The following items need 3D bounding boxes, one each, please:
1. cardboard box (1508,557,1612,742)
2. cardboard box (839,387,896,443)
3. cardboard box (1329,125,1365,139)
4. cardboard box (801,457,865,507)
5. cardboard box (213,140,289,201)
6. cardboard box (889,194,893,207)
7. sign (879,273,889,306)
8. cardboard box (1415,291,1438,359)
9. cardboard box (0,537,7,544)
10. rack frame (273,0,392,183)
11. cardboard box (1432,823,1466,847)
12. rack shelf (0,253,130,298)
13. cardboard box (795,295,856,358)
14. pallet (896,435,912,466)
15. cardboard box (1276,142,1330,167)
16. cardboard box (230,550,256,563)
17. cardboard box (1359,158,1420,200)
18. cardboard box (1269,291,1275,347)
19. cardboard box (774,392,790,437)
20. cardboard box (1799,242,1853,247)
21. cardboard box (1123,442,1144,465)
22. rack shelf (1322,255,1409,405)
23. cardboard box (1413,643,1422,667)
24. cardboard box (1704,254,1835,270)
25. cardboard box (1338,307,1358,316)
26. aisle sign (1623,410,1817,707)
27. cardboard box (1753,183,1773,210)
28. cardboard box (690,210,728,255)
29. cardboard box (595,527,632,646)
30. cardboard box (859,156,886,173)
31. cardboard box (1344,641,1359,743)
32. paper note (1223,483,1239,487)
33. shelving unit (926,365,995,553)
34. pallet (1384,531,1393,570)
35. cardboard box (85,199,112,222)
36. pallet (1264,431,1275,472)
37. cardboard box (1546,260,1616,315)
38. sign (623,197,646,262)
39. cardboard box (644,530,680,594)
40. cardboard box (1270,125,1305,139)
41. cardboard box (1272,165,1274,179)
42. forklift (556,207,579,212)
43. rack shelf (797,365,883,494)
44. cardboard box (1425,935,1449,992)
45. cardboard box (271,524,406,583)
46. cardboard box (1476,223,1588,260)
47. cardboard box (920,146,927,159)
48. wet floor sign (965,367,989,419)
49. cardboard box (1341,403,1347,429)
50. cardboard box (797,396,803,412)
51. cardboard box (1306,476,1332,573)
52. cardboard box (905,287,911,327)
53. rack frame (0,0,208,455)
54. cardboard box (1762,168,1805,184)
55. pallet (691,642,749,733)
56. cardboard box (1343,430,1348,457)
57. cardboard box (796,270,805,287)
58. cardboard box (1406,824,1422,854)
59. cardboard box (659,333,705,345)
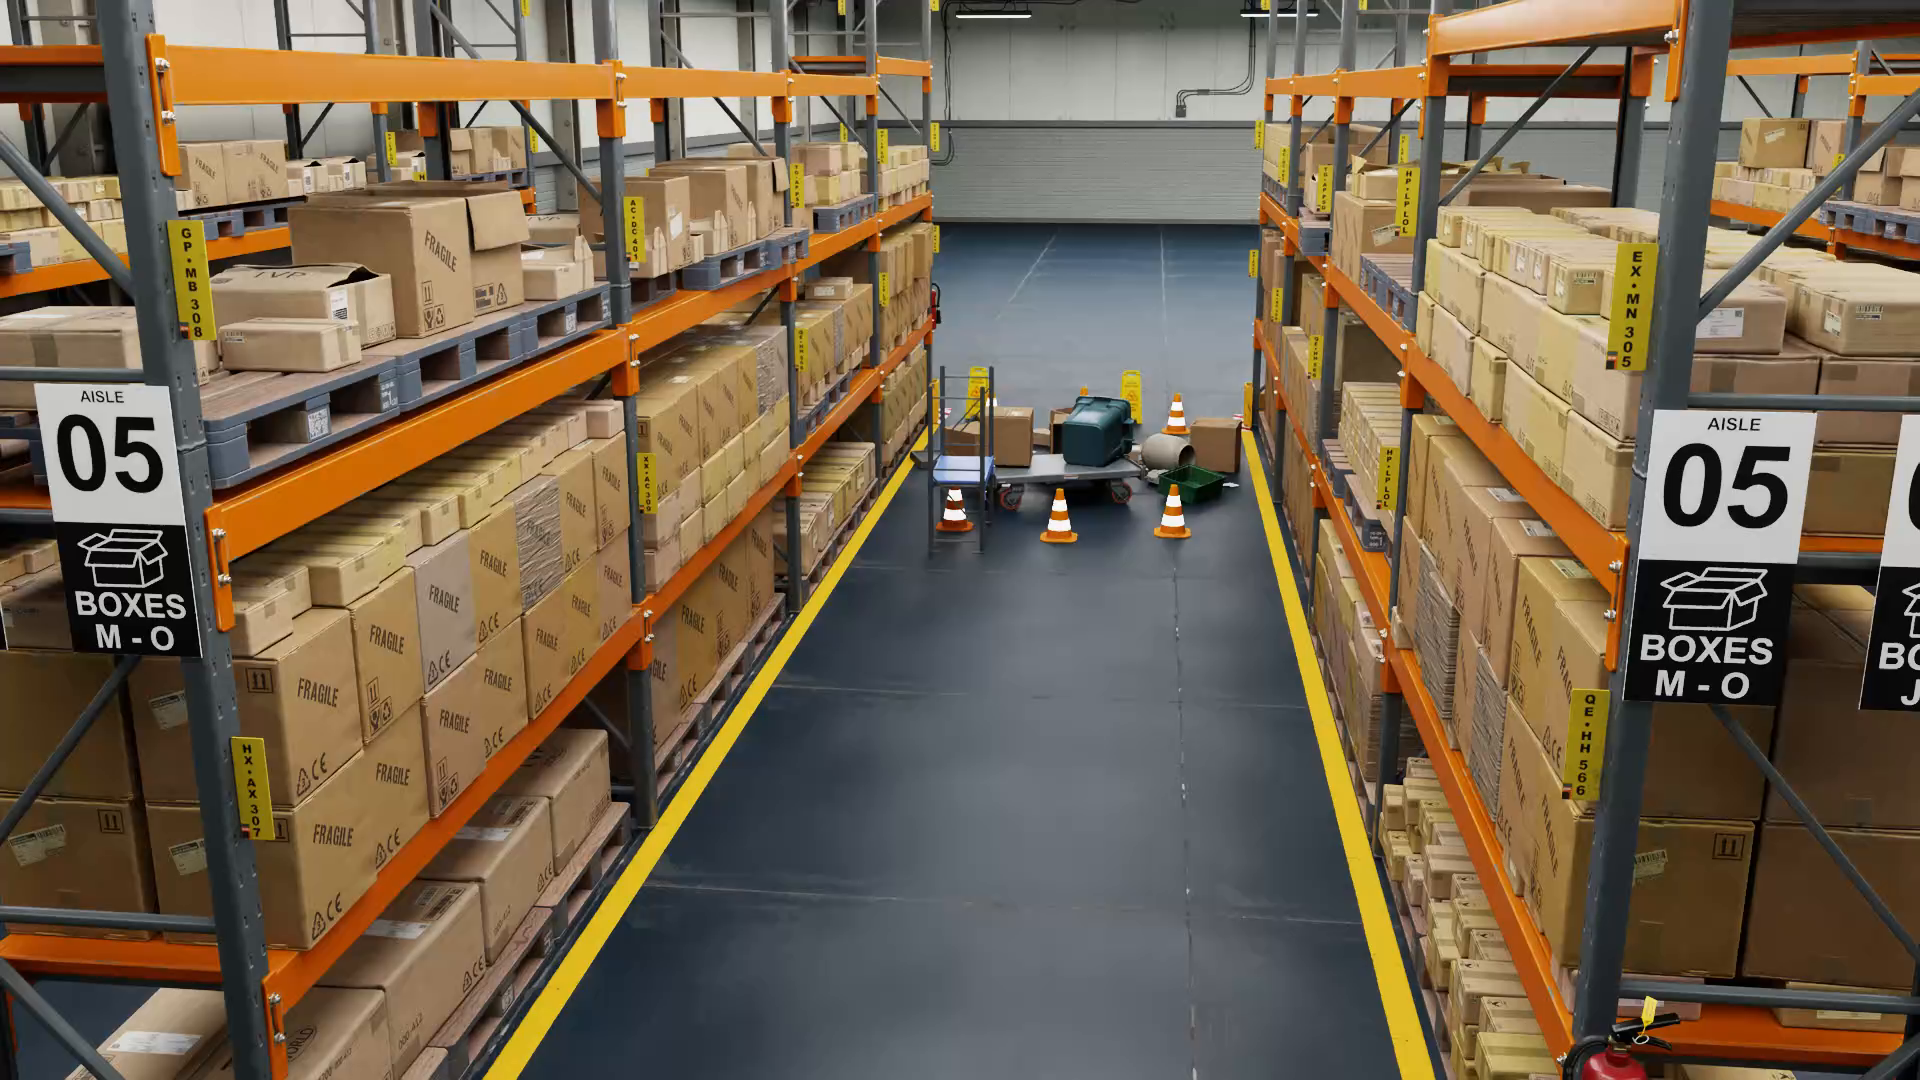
[{"bbox_3d":[2.136,0.367,5.468,0.500,0.500,0.500,1,15,4],"label":"cardboard box"},{"bbox_3d":[-0.967,-1.315,17.393,0.500,0.500,0.500,2,15,9],"label":"cardboard box"},{"bbox_3d":[4.292,-4.517,18.420,0.380,0.149,0.250,2,15,7],"label":"cardboard box"},{"bbox_3d":[-1.436,-0.544,15.745,0.950,0.372,0.625,3,15,10],"label":"cardboard box"},{"bbox_3d":[-6.247,-3.232,14.523,0.500,0.500,0.500,2,15,8],"label":"cardboard box"},{"bbox_3d":[-0.911,-3.599,17.550,0.380,0.149,0.250,1,15,5],"label":"cardboard box"},{"bbox_3d":[-0.750,-2.476,16.442,0.100,0.325,0.005,2,15,6],"label":"sign"},{"bbox_3d":[2.411,-1.001,7.748,0.500,0.250,0.500,2,15,9],"label":"cardboard box"},{"bbox_3d":[-7.163,0.048,12.066,0.380,0.149,0.250,1,15,5],"label":"cardboard box"},{"bbox_3d":[-6.234,-4.974,16.405,1.000,3.000,0.127,2,15,6],"label":"rack frame"},{"bbox_3d":[2.404,1.436,7.708,0.380,0.149,0.250,1,15,5],"label":"cardboard box"},{"bbox_3d":[-6.911,-1.622,11.135,1.077,0.370,4.000,2,15,6],"label":"rack shelf"},{"bbox_3d":[-1.245,-1.938,15.106,0.500,0.500,0.500,2,15,8],"label":"cardboard box"},{"bbox_3d":[-1.126,-1.079,18.836,1.003,0.211,1.213,2,15,6],"label":"pallet"},{"bbox_3d":[3.544,-3.979,17.194,0.500,0.250,0.500,2,15,6],"label":"cardboard box"},{"bbox_3d":[-2.795,0.037,6.018,0.380,0.149,0.250,2,15,8],"label":"cardboard box"},{"bbox_3d":[2.809,-2.343,10.766,0.396,0.266,0.258,2,15,6],"label":"cardboard box"},{"bbox_3d":[3.836,-2.402,18.098,0.875,0.550,0.500,2,15,6],"label":"cardboard box"},{"bbox_3d":[-1.555,-0.931,12.276,0.500,0.250,0.500,2,15,6],"label":"cardboard box"},{"bbox_3d":[9.006,-2.814,17.233,0.500,0.500,0.500,2,15,6],"label":"cardboard box"},{"bbox_3d":[1.992,-0.993,18.414,0.396,0.266,0.258,4,16,16],"label":"cardboard box"},{"bbox_3d":[2.951,-1.358,10.156,1.077,0.370,4.000,2,15,6],"label":"rack shelf"},{"bbox_3d":[2.413,0.516,8.076,0.380,0.149,0.250,2,15,8],"label":"cardboard box"},{"bbox_3d":[2.639,-0.854,5.481,0.380,0.149,0.250,2,15,8],"label":"cardboard box"},{"bbox_3d":[3.293,-1.554,13.143,0.700,0.500,0.500,1,15,5],"label":"cardboard box"},{"bbox_3d":[1.968,0.055,4.322,0.394,0.787,0.004,2,15,6],"label":"aisle sign"},{"bbox_3d":[8.520,-3.539,17.132,0.500,0.250,0.500,2,15,8],"label":"cardboard box"},{"bbox_3d":[-1.650,-1.907,10.263,0.396,0.266,0.258,3,15,11],"label":"cardboard box"},{"bbox_3d":[-2.003,0.222,8.491,0.500,0.500,0.500,2,15,7],"label":"cardboard box"},{"bbox_3d":[-0.942,-3.716,16.454,0.380,0.149,0.250,1,15,5],"label":"cardboard box"},{"bbox_3d":[2.617,0.933,10.036,0.500,0.500,0.500,1,15,5],"label":"cardboard box"},{"bbox_3d":[2.804,-0.581,17.339,0.147,0.020,0.142,-10,18,-32],"label":"paper note"},{"bbox_3d":[0.017,-0.751,15.127,0.538,1.500,1.048,1,16,5],"label":"shelving unit"},{"bbox_3d":[2.956,0.161,9.277,1.003,0.211,1.213,2,15,6],"label":"pallet"},{"bbox_3d":[-6.535,-2.443,12.314,0.380,0.149,0.250,1,15,5],"label":"cardboard box"},{"bbox_3d":[3.927,-0.979,18.467,1.003,0.211,1.213,2,15,6],"label":"pallet"},{"bbox_3d":[2.095,-0.804,5.297,0.380,0.149,0.250,2,15,7],"label":"cardboard box"},{"bbox_3d":[-1.653,-1.578,8.449,0.100,0.325,0.005,2,15,6],"label":"sign"},{"bbox_3d":[-1.893,0.108,9.390,0.500,0.250,0.500,1,15,5],"label":"cardboard box"},{"bbox_3d":[3.610,-4.472,18.254,0.380,0.149,0.250,1,15,5],"label":"cardboard box"},{"bbox_3d":[3.552,-3.955,17.870,0.380,0.149,0.250,2,15,7],"label":"cardboard box"},{"bbox_3d":[-3.283,-1.742,16.077,1.130,2.935,3.031,1,15,5],"label":"forklift"},{"bbox_3d":[-1.527,-1.067,14.826,1.077,0.370,4.000,2,15,6],"label":"rack shelf"},{"bbox_3d":[2.259,1.858,7.289,0.380,0.149,0.250,1,15,5],"label":"cardboard box"},{"bbox_3d":[-2.227,0.049,5.973,0.380,0.149,0.250,1,15,4],"label":"cardboard box"},{"bbox_3d":[2.333,-1.209,6.794,0.380,0.149,0.250,1,15,4],"label":"cardboard box"},{"bbox_3d":[-0.595,-4.585,19.668,0.380,0.149,0.250,2,15,7],"label":"cardboard box"},{"bbox_3d":[0.234,-1.851,20.860,0.267,0.644,0.232,7,17,25],"label":"wet floor sign"},{"bbox_3d":[2.923,-0.881,11.869,0.380,0.149,0.250,2,15,9],"label":"cardboard box"},{"bbox_3d":[-1.466,-1.128,13.351,0.380,0.149,0.250,1,15,3],"label":"cardboard box"},{"bbox_3d":[3.335,-0.048,13.185,1.050,0.750,0.750,1,15,5],"label":"cardboard box"},{"bbox_3d":[-0.835,-2.623,18.441,0.500,0.500,0.500,2,15,7],"label":"cardboard box"},{"bbox_3d":[-2.656,-1.716,4.357,1.000,3.000,0.127,2,15,6],"label":"rack frame"},{"bbox_3d":[8.573,-3.779,17.257,0.380,0.149,0.250,2,15,6],"label":"cardboard box"},{"bbox_3d":[-2.057,0.969,11.263,1.003,0.211,1.213,2,15,6],"label":"pallet"},{"bbox_3d":[2.895,-0.677,11.685,0.380,0.149,0.250,2,15,9],"label":"cardboard box"},{"bbox_3d":[-1.706,-2.529,16.047,0.380,0.149,0.250,2,15,6],"label":"cardboard box"},{"bbox_3d":[2.427,1.445,8.248,0.380,0.149,0.250,2,15,7],"label":"cardboard box"},{"bbox_3d":[-2.098,-1.176,11.747,0.500,0.500,0.500,2,15,6],"label":"cardboard box"}]
